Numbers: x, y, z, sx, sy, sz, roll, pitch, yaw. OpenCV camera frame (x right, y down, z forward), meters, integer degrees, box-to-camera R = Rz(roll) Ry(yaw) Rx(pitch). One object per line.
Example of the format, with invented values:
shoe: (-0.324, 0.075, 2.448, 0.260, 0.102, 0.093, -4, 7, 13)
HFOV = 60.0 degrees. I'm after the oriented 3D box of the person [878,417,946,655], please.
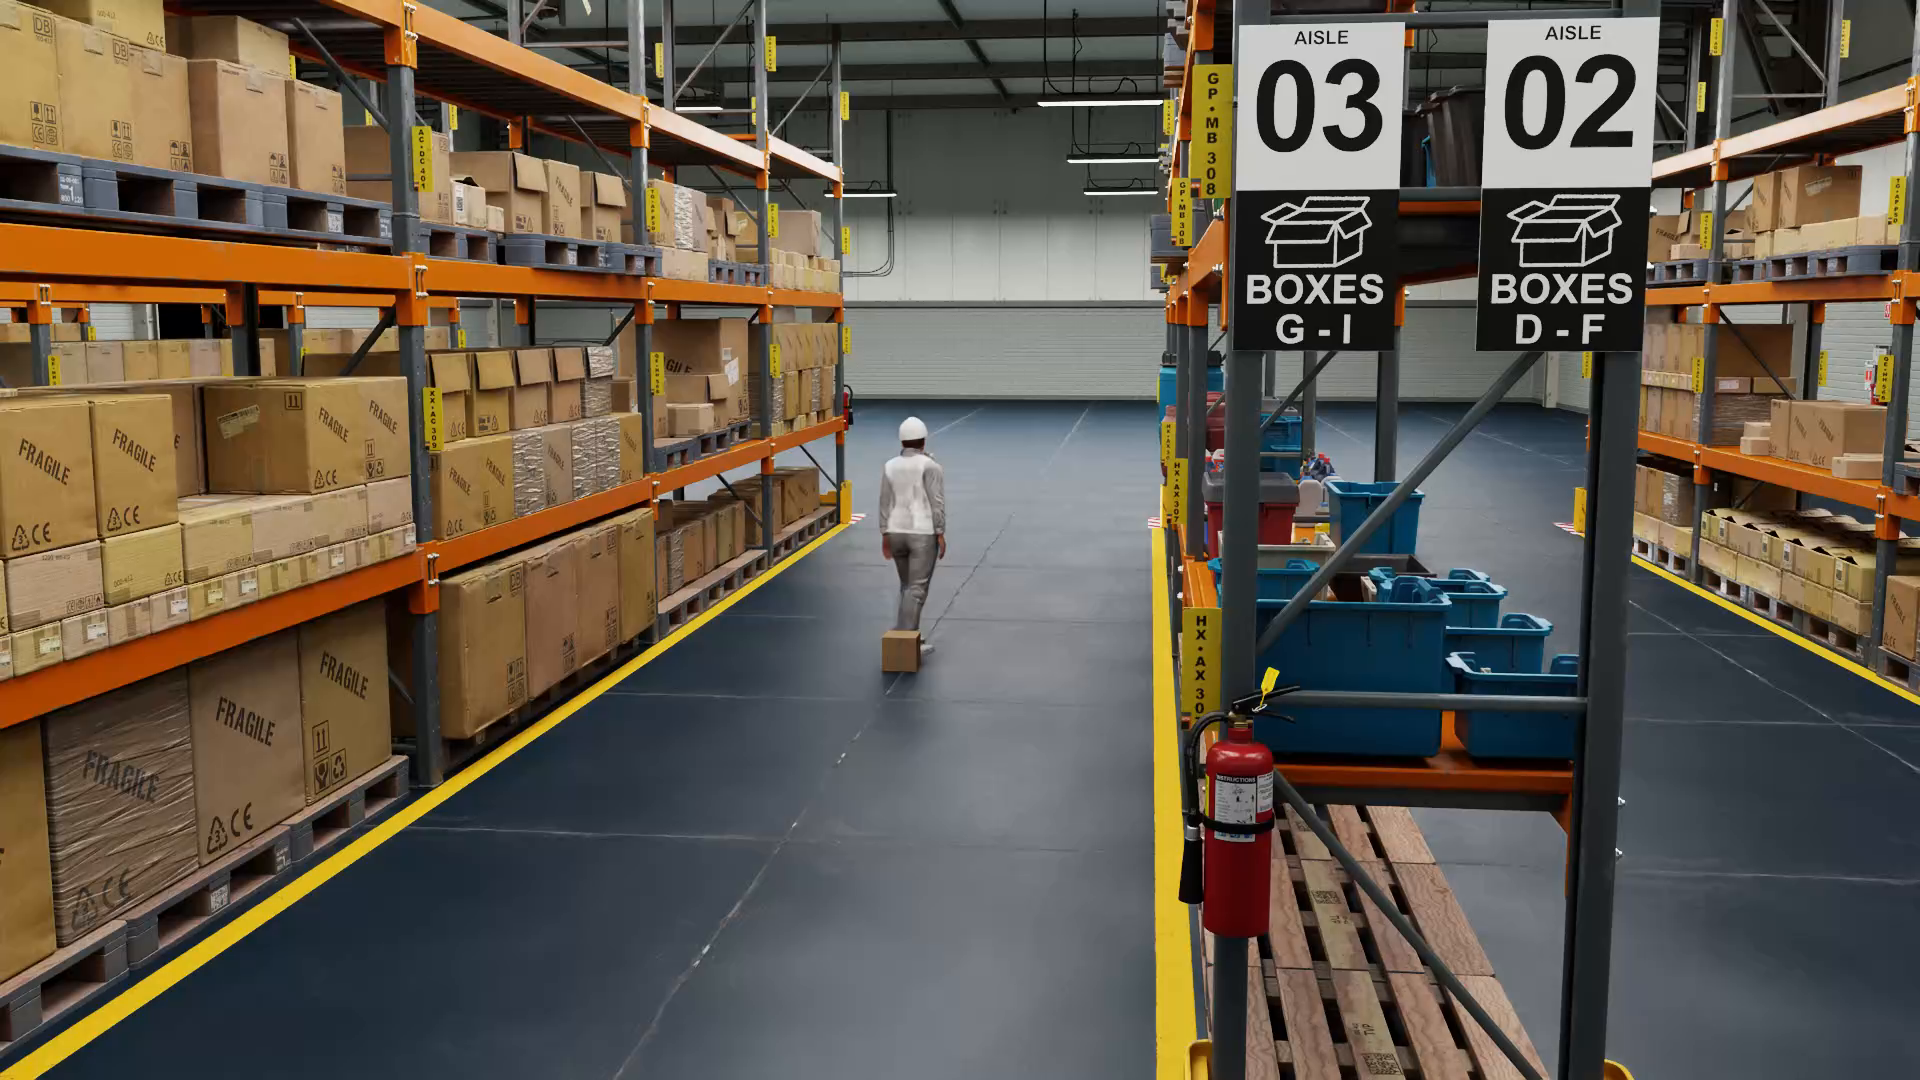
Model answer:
person: (-0.375, -0.028, 12.430, 0.562, 1.759, 0.563, 5, 9, 36)
